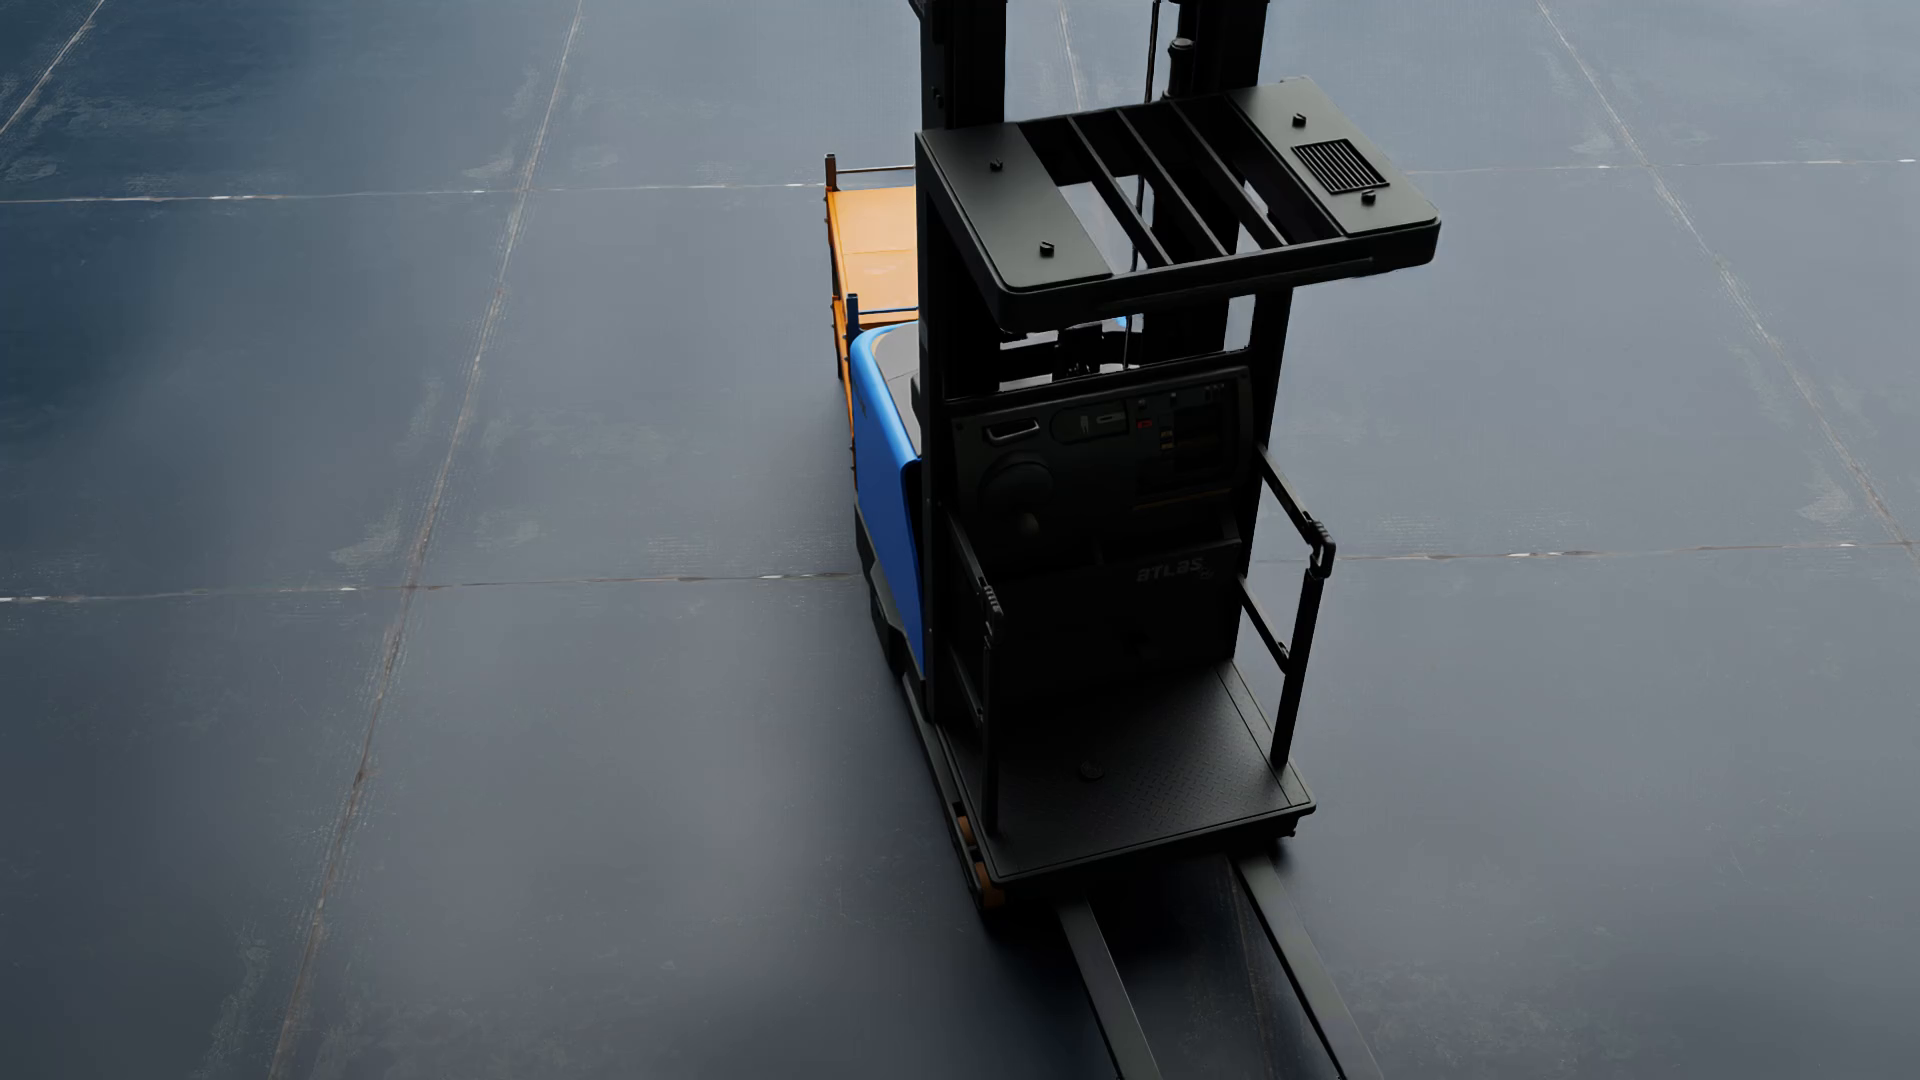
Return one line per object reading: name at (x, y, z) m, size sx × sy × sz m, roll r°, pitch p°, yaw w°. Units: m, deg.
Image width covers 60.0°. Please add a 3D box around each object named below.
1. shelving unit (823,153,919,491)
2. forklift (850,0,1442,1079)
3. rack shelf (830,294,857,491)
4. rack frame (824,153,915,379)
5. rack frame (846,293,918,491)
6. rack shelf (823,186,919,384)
shelving unit at (-0.236, -0.838, 6.832) m, size 0.538 × 1.125 × 1.048 m, roll -5°, pitch 43°, yaw -6°
forklift at (0.491, -0.177, 4.774) m, size 1.130 × 2.935 × 3.031 m, roll -11°, pitch 44°, yaw -12°
rack shelf at (-0.236, -0.658, 6.997) m, size 0.538 × 0.278 × 1.000 m, roll -5°, pitch 43°, yaw -6°
rack frame at (-0.305, -1.178, 7.203) m, size 0.500 × 1.125 × 0.032 m, roll -5°, pitch 43°, yaw -6°
rack frame at (-0.168, -0.497, 6.460) m, size 0.500 × 1.125 × 0.032 m, roll -5°, pitch 43°, yaw -6°
rack shelf at (-0.236, -1.054, 6.634) m, size 0.538 × 0.278 × 1.000 m, roll -5°, pitch 43°, yaw -6°
